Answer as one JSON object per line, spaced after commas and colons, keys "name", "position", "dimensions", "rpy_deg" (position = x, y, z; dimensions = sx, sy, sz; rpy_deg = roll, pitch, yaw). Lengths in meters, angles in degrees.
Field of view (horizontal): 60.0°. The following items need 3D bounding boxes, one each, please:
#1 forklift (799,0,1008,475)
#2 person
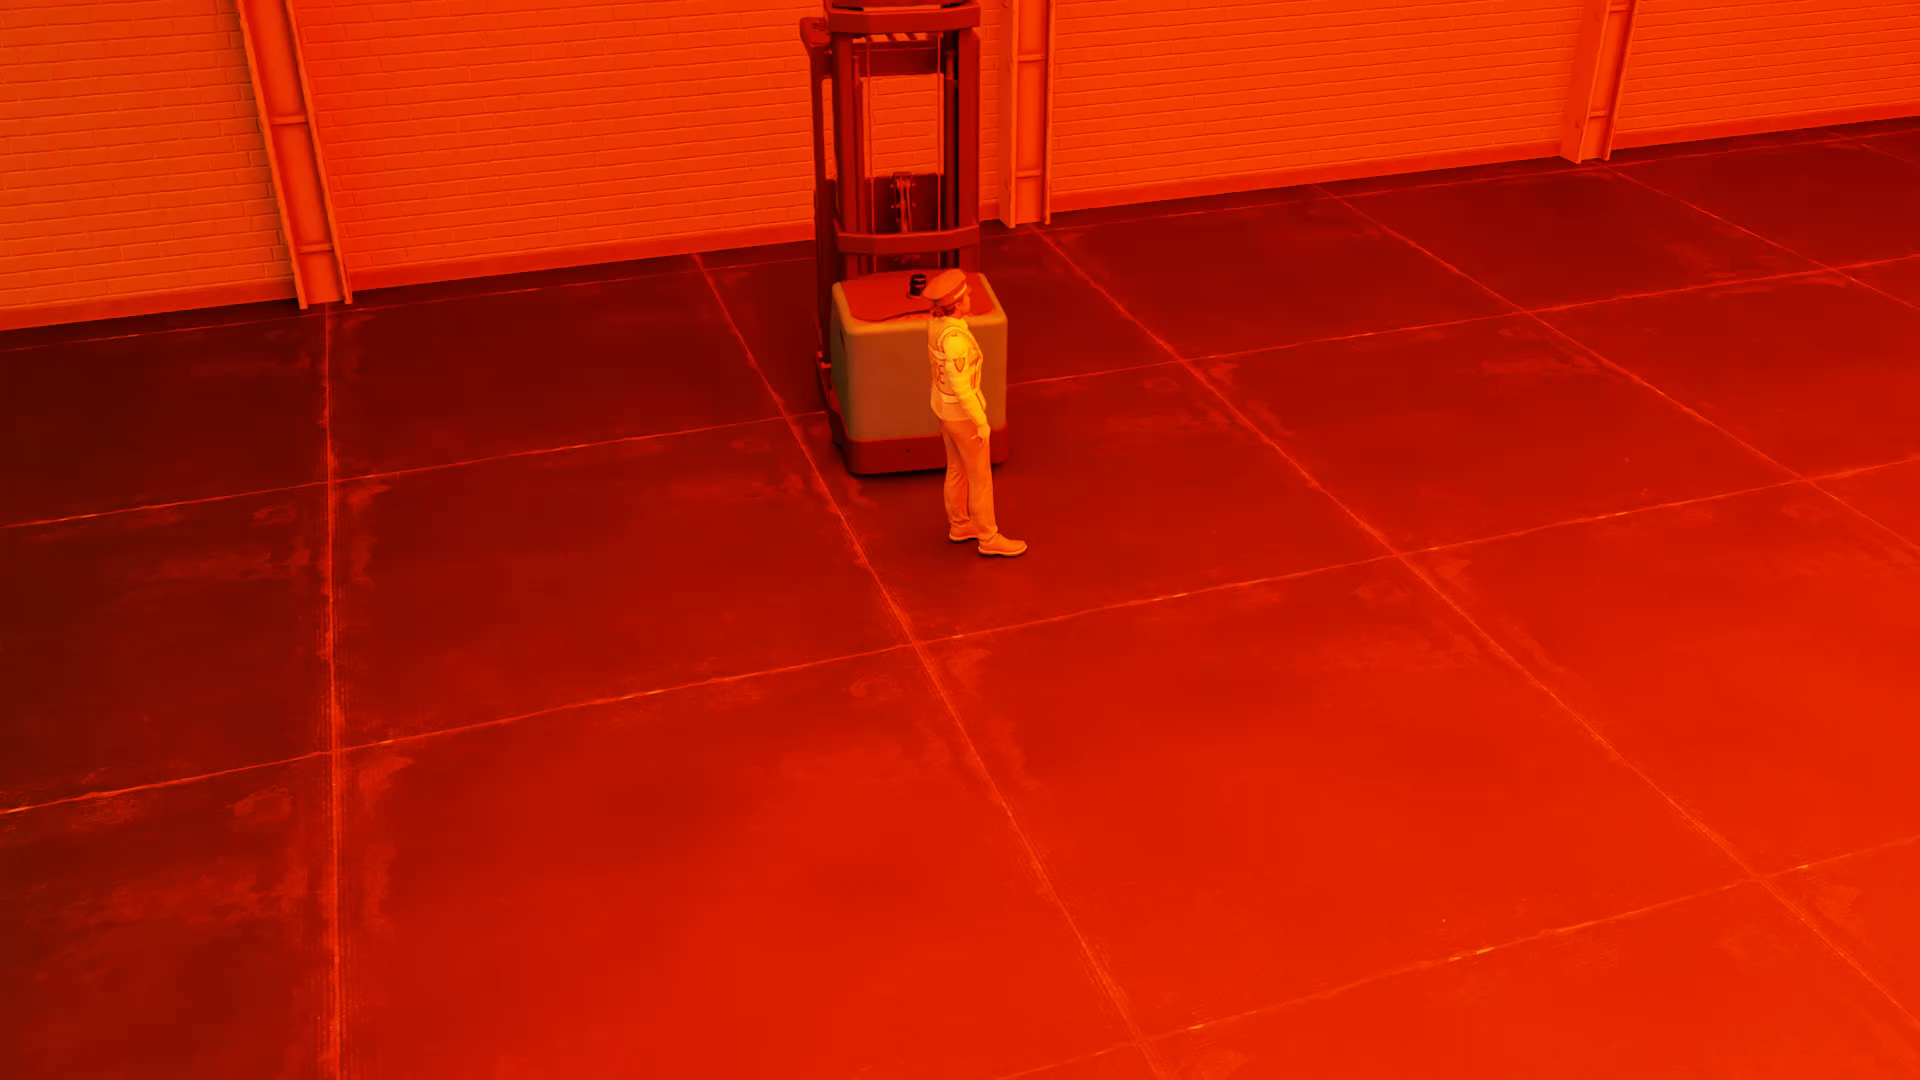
{"name": "forklift", "position": [-0.458, -2.406, 11.269], "dimensions": [1.130, 2.935, 3.031], "rpy_deg": [-5, 30, -9]}
{"name": "person", "position": [0.068, -0.748, 9.613], "dimensions": [0.529, 1.694, 0.587], "rpy_deg": [-10, 31, -16]}
